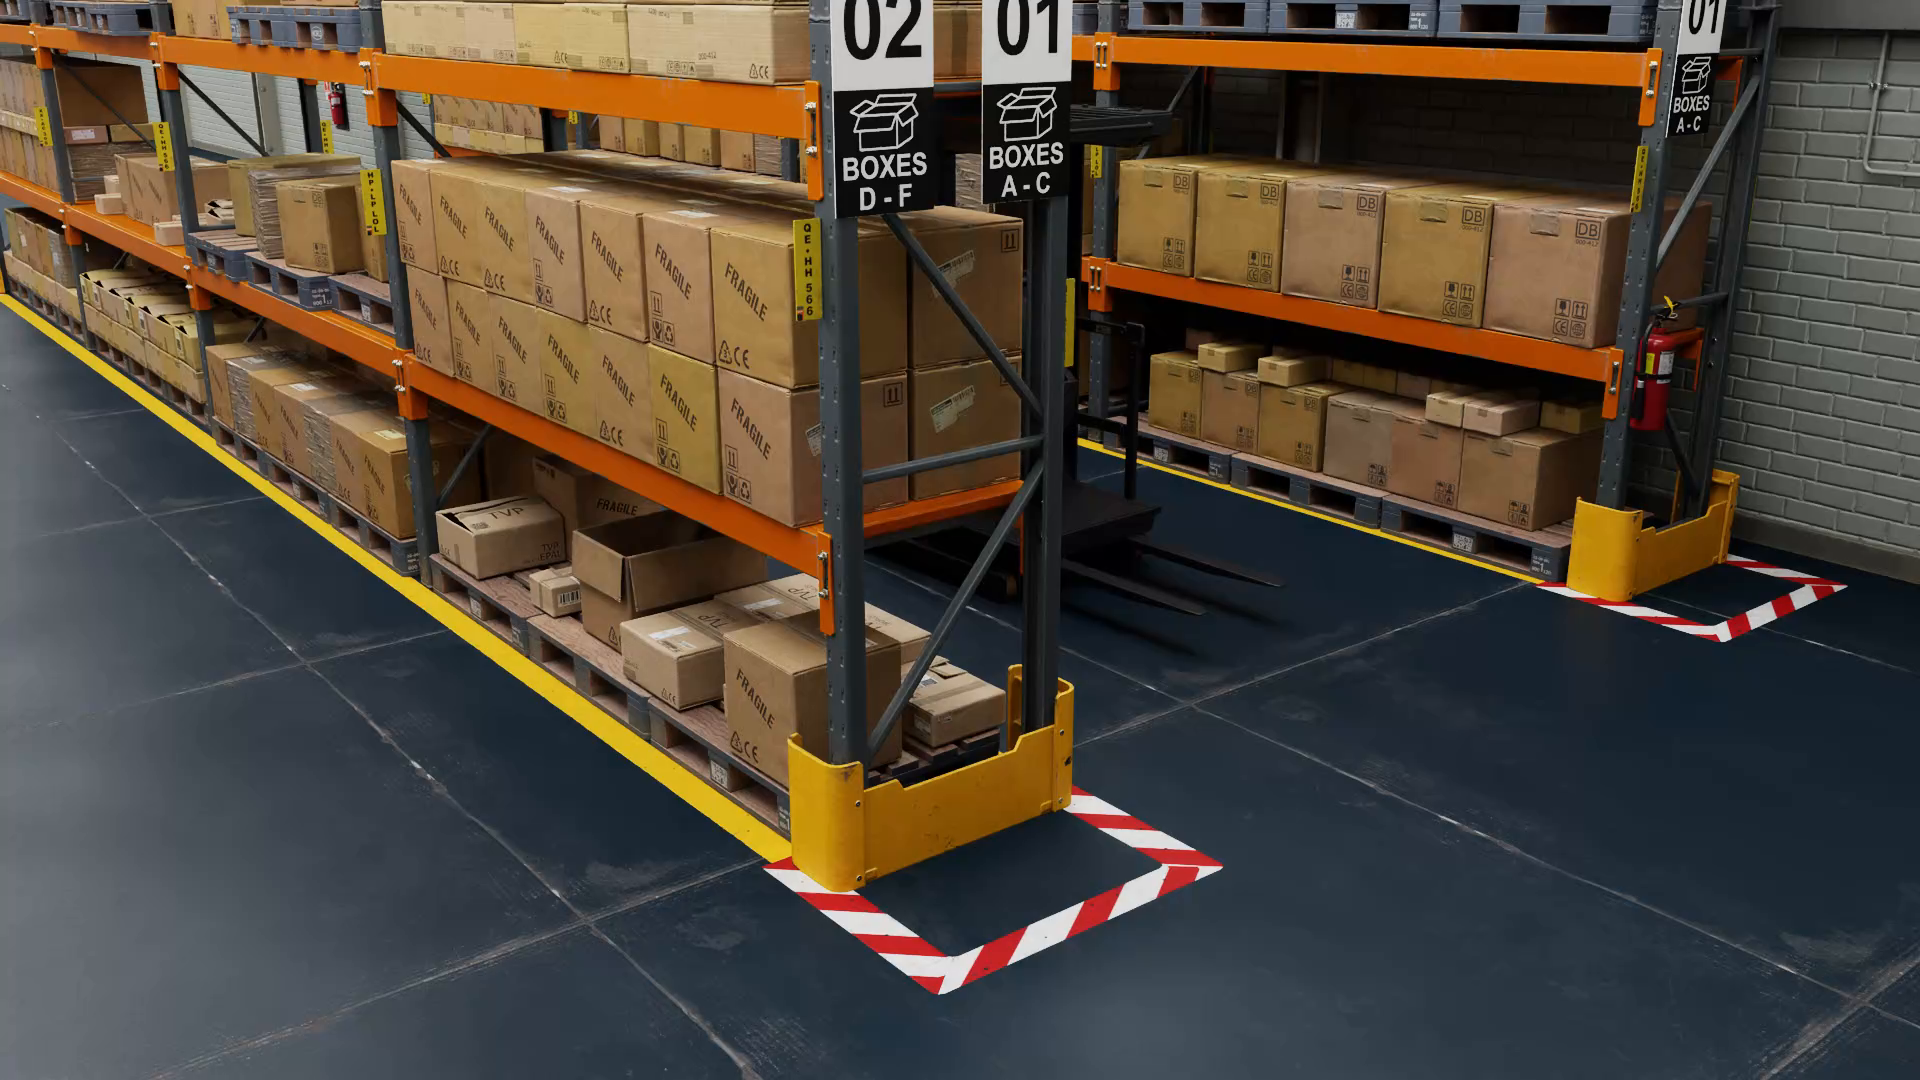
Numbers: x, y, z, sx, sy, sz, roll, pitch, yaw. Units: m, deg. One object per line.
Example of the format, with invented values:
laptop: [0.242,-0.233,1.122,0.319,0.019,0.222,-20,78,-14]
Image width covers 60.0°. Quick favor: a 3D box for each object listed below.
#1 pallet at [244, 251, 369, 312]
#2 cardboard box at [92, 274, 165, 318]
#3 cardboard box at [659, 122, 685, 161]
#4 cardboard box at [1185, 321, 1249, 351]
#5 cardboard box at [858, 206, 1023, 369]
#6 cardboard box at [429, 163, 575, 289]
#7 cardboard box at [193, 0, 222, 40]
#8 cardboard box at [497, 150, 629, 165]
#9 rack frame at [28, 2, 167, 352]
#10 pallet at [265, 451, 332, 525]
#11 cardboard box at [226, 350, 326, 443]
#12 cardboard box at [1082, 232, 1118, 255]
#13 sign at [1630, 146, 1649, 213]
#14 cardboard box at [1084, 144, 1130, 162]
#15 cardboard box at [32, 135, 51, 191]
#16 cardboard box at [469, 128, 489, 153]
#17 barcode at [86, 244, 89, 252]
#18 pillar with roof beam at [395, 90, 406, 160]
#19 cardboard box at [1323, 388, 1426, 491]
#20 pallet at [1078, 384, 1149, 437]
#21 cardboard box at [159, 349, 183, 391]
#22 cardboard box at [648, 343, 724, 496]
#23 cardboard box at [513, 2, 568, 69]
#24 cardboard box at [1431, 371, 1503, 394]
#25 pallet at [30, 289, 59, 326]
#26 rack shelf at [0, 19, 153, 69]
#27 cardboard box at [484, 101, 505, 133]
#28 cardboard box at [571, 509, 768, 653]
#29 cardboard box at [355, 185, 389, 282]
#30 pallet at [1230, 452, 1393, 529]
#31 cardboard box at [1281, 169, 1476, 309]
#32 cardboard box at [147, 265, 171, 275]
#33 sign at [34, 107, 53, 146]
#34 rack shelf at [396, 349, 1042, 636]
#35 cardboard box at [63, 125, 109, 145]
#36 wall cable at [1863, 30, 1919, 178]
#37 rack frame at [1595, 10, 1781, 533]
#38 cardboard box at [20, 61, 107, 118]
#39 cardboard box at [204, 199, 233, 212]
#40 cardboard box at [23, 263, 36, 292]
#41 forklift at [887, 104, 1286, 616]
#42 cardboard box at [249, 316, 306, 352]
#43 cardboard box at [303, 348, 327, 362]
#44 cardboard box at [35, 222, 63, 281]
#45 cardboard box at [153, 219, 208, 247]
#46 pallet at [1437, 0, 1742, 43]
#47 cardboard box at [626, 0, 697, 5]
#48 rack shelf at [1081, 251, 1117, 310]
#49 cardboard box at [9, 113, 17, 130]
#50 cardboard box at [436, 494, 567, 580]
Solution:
pallet: [-3.800,-1.680,10.469,1.003,0.211,1.213,-14,23,-36]
cardboard box: [-7.127,-2.120,14.308,0.500,0.311,0.500,-14,23,-37]
cardboard box: [-2.550,-4.032,16.407,0.700,0.500,0.500,-10,21,-29]
cardboard box: [1.803,-1.422,11.662,0.380,0.149,0.250,-14,23,-36]
cardboard box: [-0.113,-0.961,6.243,0.500,0.500,0.500,-13,22,-34]
cardboard box: [-2.135,-1.488,7.834,0.500,0.500,0.500,-15,23,-38]
cardboard box: [-4.397,-3.494,10.712,0.910,0.500,0.500,-14,23,-36]
cardboard box: [-2.011,-1.712,8.510,0.500,0.500,0.500,-14,23,-36]
rack frame: [-7.495,-3.235,14.860,1.000,3.000,0.127,-14,23,-36]
pallet: [-3.824,-0.434,10.837,1.003,0.211,1.213,-14,23,-36]
cardboard box: [-4.623,-0.976,11.314,0.500,0.500,0.500,-15,24,-38]
cardboard box: [0.921,-2.150,11.951,0.380,0.149,0.250,-14,23,-36]
sign: [3.403,-1.805,8.324,0.100,0.325,0.005,-14,23,-36]
cardboard box: [0.863,-2.851,11.843,0.500,0.250,0.500,-13,23,-35]
cardboard box: [-8.416,-3.644,15.935,0.700,0.500,0.500,-14,23,-35]
cardboard box: [-5.398,-4.693,19.469,0.500,0.250,0.500,-14,23,-37]
barcode: [-7.663,-2.569,14.598,0.001,0.075,0.075,-14,23,-36]
pillar with roof beam: [-12.085,-8.671,21.733,9.100,9.000,0.400,-14,23,-36]
cardboard box: [2.700,-0.659,10.388,0.700,0.500,0.500,-15,23,-38]
pallet: [0.815,-1.083,12.798,1.003,0.211,1.213,-14,23,-36]
cardboard box: [-5.852,-1.352,12.879,0.500,0.250,0.500,-14,23,-37]
cardboard box: [-0.860,-0.510,6.472,0.500,0.500,0.500,-14,23,-36]
cardboard box: [-1.490,-2.078,6.834,0.500,0.250,0.500,-14,23,-36]
cardboard box: [3.088,-0.914,10.128,0.380,0.149,0.250,-14,23,-36]
pallet: [-8.717,-2.416,16.824,1.003,0.211,1.213,-14,23,-36]
rack shelf: [-8.737,-4.810,15.990,1.077,0.370,4.000,-14,23,-36]
cardboard box: [-5.092,-4.929,18.991,0.500,0.500,0.500,-13,22,-34]
cardboard box: [-1.357,0.174,7.835,0.797,0.503,0.637,-14,23,-36]
cardboard box: [-3.123,-1.828,9.784,0.700,0.500,0.500,-10,21,-28]
pallet: [2.526,-0.404,10.747,1.003,0.211,1.213,-14,23,-36]
cardboard box: [2.586,-1.879,10.287,0.980,0.700,0.700,-15,24,-39]
cardboard box: [-7.019,-2.351,15.006,0.500,0.311,0.500,-14,23,-36]
sign: [-7.929,-3.575,14.383,0.100,0.325,0.005,-14,23,-36]
rack shelf: [-1.286,-0.429,7.532,1.077,0.370,4.000,-14,23,-36]
cardboard box: [-7.831,-3.616,14.819,0.380,0.149,0.250,-14,23,-36]
wall cable: [5.373,-1.597,8.298,0.084,1.984,1.851,-14,23,-36]
rack frame: [3.837,-1.246,8.853,1.000,3.000,0.127,-14,23,-36]
cardboard box: [-8.400,-4.254,15.715,0.700,0.500,0.500,-14,23,-36]
cardboard box: [-5.415,-2.465,12.677,0.500,0.311,0.500,-14,23,-37]
cardboard box: [-9.196,-2.693,16.931,0.500,0.250,0.500,-14,23,-36]
forklift: [0.415,-1.243,8.953,1.130,2.935,3.031,-15,24,-39]
cardboard box: [-5.106,-1.596,12.725,0.500,0.311,0.500,-13,22,-34]
cardboard box: [-4.246,-1.087,11.650,0.500,0.500,0.500,-13,22,-34]
cardboard box: [-8.569,-2.805,16.074,0.500,0.500,0.500,-14,23,-36]
cardboard box: [-5.786,-2.298,12.430,0.380,0.149,0.250,-14,23,-36]
pallet: [3.368,-2.808,8.941,1.003,0.211,1.213,-14,23,-36]
cardboard box: [-0.874,-2.068,6.008,0.500,0.250,0.500,-14,23,-36]
rack shelf: [0.111,-2.383,13.431,1.077,0.370,4.000,-14,23,-36]
cardboard box: [-9.102,-4.120,16.343,0.380,0.149,0.250,-14,23,-37]
cardboard box: [-2.437,-0.050,8.821,0.500,0.311,0.500,-14,23,-36]
